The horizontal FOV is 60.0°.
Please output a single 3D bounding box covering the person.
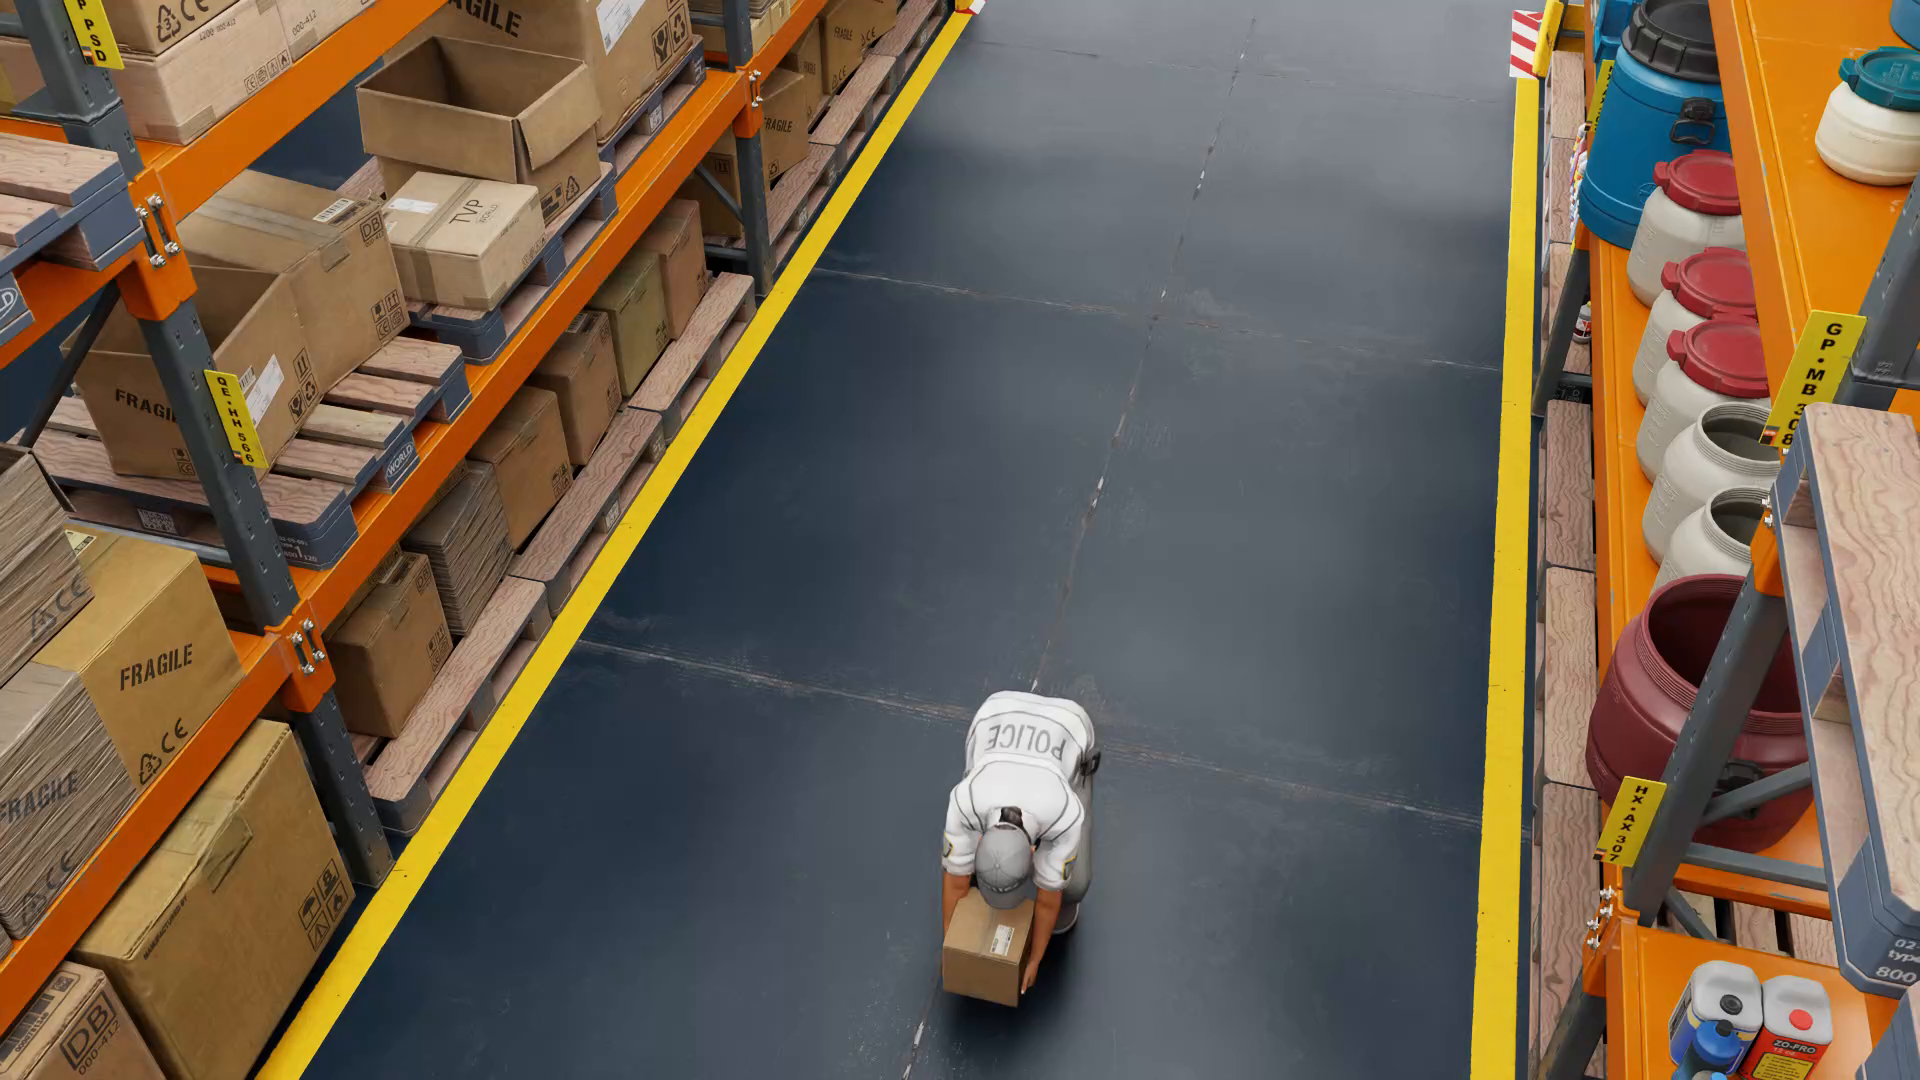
[{"bbox_3d":[0.197,1.009,5.561,0.514,0.942,0.921,9,42,10],"label":"person"}]
